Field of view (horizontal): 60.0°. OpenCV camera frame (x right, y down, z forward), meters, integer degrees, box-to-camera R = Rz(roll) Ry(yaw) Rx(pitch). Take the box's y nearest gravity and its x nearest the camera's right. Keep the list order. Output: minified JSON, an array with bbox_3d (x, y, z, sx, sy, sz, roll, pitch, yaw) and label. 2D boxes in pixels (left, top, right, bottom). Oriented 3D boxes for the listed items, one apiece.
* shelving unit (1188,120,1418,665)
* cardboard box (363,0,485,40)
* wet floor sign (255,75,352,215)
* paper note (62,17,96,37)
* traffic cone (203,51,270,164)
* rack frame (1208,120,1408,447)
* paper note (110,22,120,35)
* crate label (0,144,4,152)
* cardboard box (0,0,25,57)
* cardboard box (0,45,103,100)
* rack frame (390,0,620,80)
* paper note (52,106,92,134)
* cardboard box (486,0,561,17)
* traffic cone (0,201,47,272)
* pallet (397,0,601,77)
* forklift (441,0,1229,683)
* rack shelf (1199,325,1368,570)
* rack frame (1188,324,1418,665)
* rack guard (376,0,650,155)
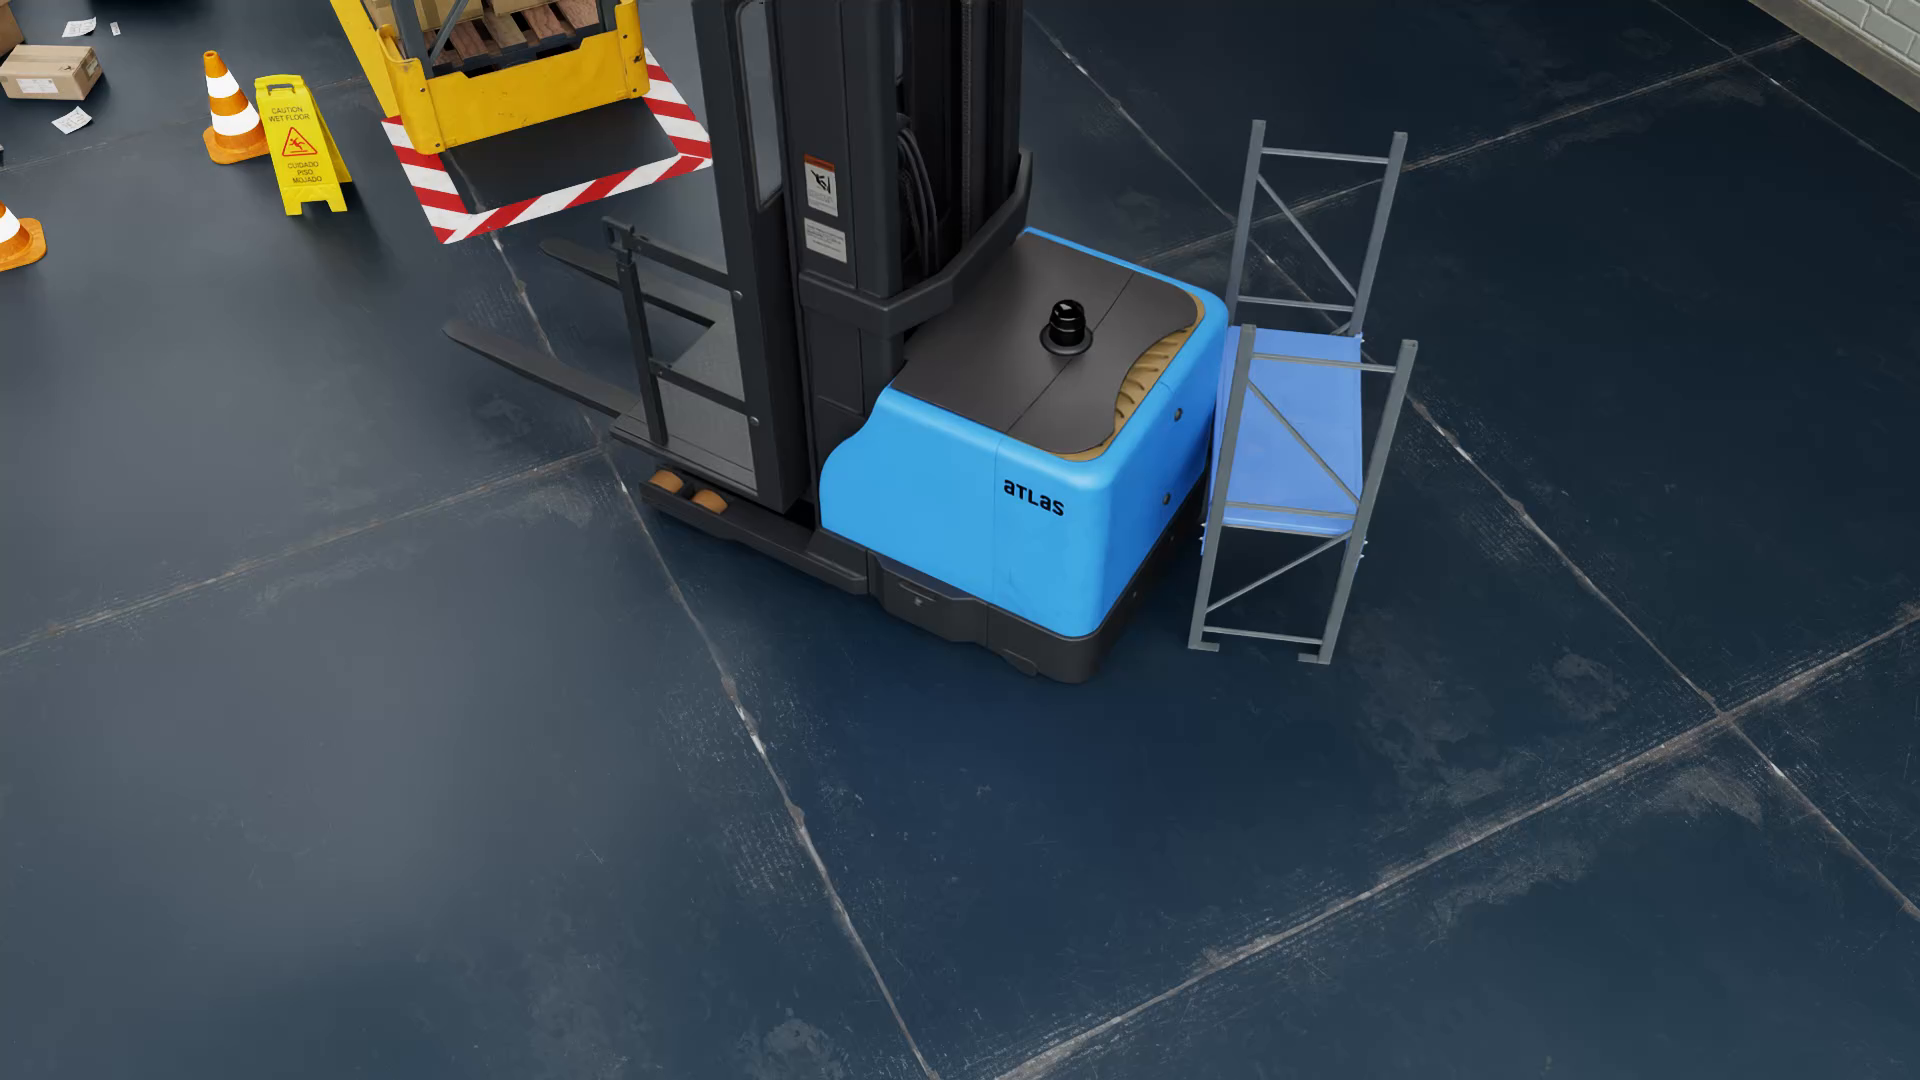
[{"bbox_3d":[1.134,-0.471,5.665,0.538,1.500,1.048,6,49,6],"label":"shelving unit"},{"bbox_3d":[-2.687,-2.749,8.209,0.500,0.250,0.500,-21,52,-18],"label":"cardboard box"},{"bbox_3d":[-2.932,-1.781,7.379,0.267,0.644,0.232,-5,49,-5],"label":"wet floor sign"},{"bbox_3d":[-4.525,-2.637,8.544,0.148,0.019,0.142,-5,49,-5],"label":"paper note"},{"bbox_3d":[-3.411,-2.060,7.744,0.336,0.463,0.334,-21,52,-18],"label":"traffic cone"},{"bbox_3d":[1.208,-0.849,5.996,0.500,1.500,0.032,6,49,6],"label":"rack frame"},{"bbox_3d":[-4.339,-2.626,8.540,0.032,0.001,0.123,-21,52,-18],"label":"paper note"},{"bbox_3d":[-4.657,-1.847,7.775,0.298,0.136,0.250,26,54,21],"label":"crate label"},{"bbox_3d":[-5.122,-2.533,8.131,0.637,0.503,0.797,18,51,15],"label":"cardboard box"},{"bbox_3d":[-4.463,-2.294,8.157,0.380,0.149,0.250,2,49,2],"label":"cardboard box"},{"bbox_3d":[-2.067,-3.051,6.926,1.000,3.000,0.127,-21,52,-18],"label":"rack frame"},{"bbox_3d":[-4.270,-2.021,7.997,0.142,0.019,0.148,35,57,27],"label":"paper note"},{"bbox_3d":[-2.190,-2.920,8.358,0.500,0.250,0.500,-22,52,-18],"label":"cardboard box"},{"bbox_3d":[-4.242,-1.450,7.211,0.336,0.463,0.334,-21,52,-18],"label":"traffic cone"},{"bbox_3d":[-2.442,-2.740,8.506,1.003,0.211,1.213,-21,52,-18],"label":"pallet"},{"bbox_3d":[-0.620,-1.311,5.450,3.031,2.935,1.130,24,53,19],"label":"forklift"},{"bbox_3d":[1.133,-0.352,5.801,0.538,0.185,1.000,6,49,6],"label":"rack shelf"},{"bbox_3d":[1.059,-0.092,5.334,0.500,1.500,0.032,6,49,6],"label":"rack frame"},{"bbox_3d":[-2.102,-2.279,7.911,1.175,0.500,0.348,-21,52,-18],"label":"rack guard"}]
